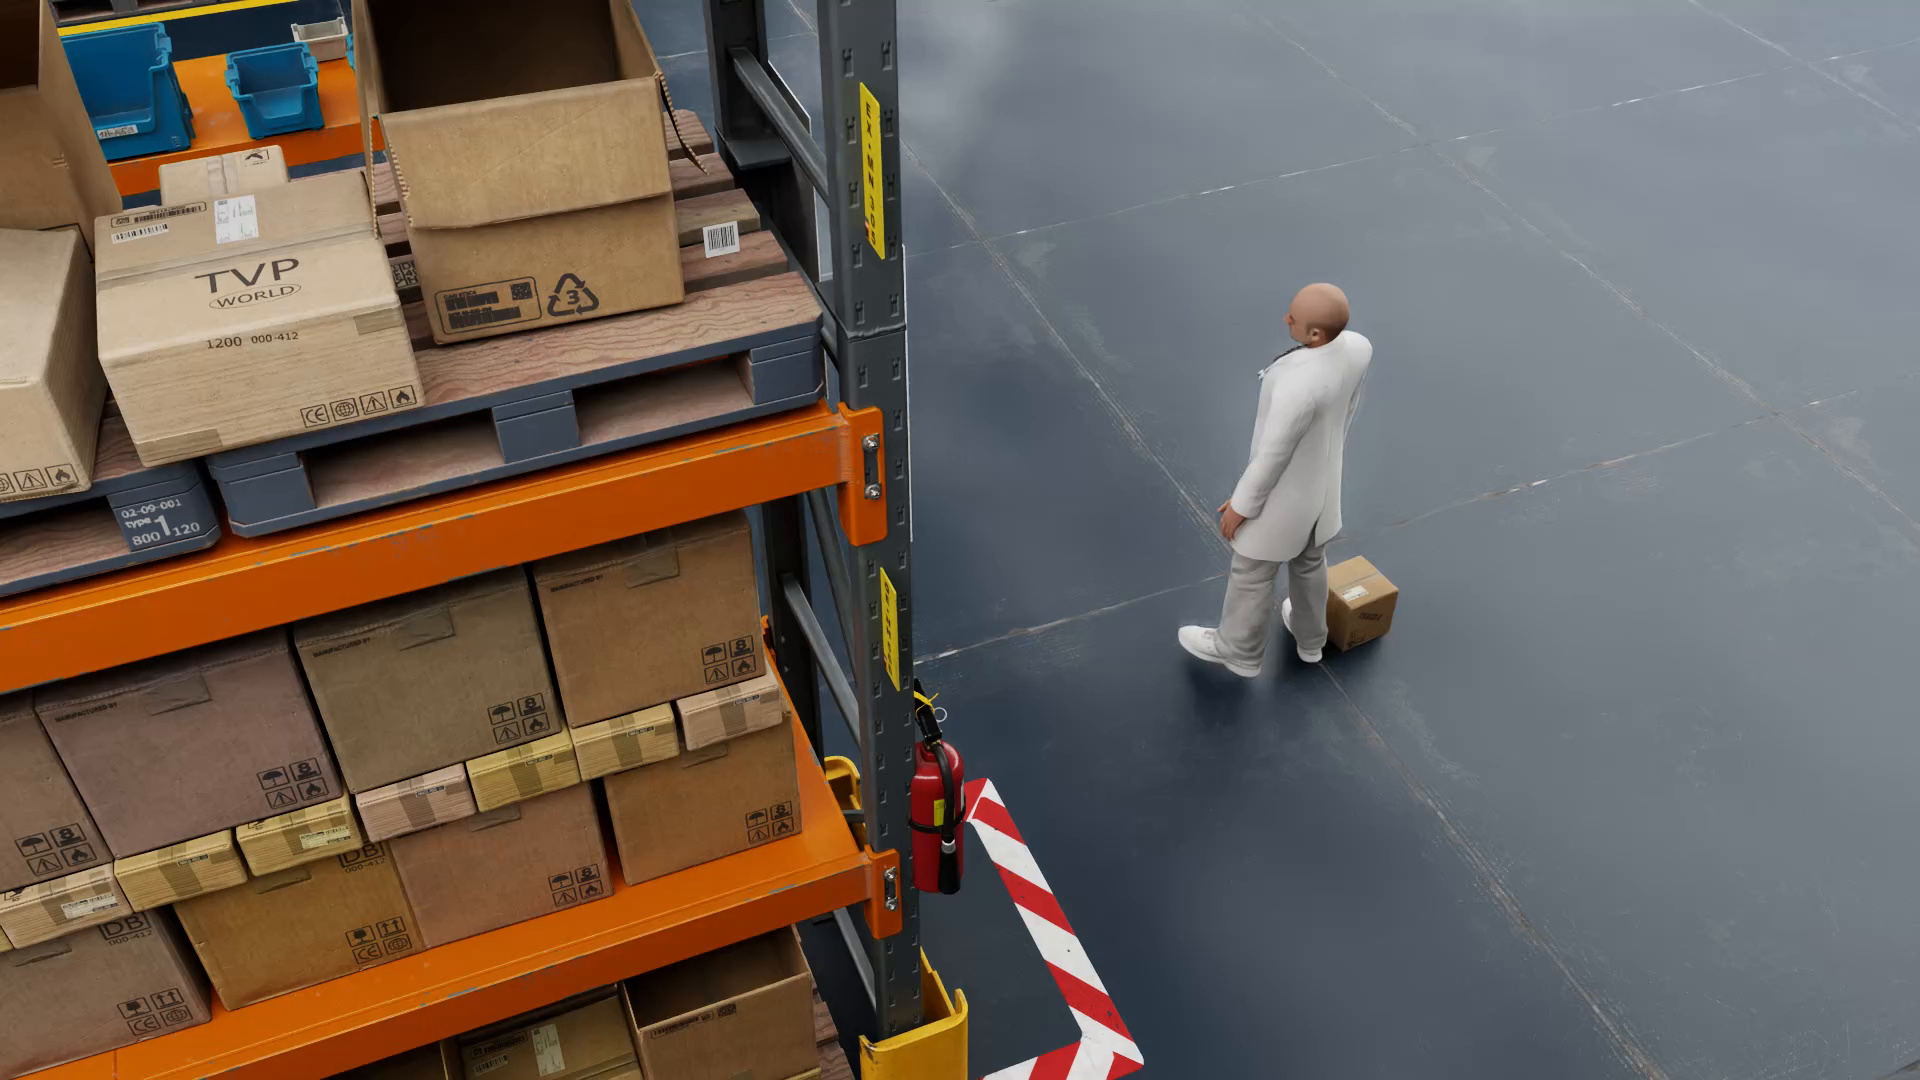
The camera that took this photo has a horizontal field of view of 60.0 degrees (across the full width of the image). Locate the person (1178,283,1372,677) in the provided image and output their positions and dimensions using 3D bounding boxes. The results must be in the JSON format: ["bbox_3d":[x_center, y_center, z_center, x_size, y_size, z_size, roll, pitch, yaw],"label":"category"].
[{"bbox_3d":[1.236,-0.224,6.379,0.504,1.787,0.649,33,51,32],"label":"person"}]
